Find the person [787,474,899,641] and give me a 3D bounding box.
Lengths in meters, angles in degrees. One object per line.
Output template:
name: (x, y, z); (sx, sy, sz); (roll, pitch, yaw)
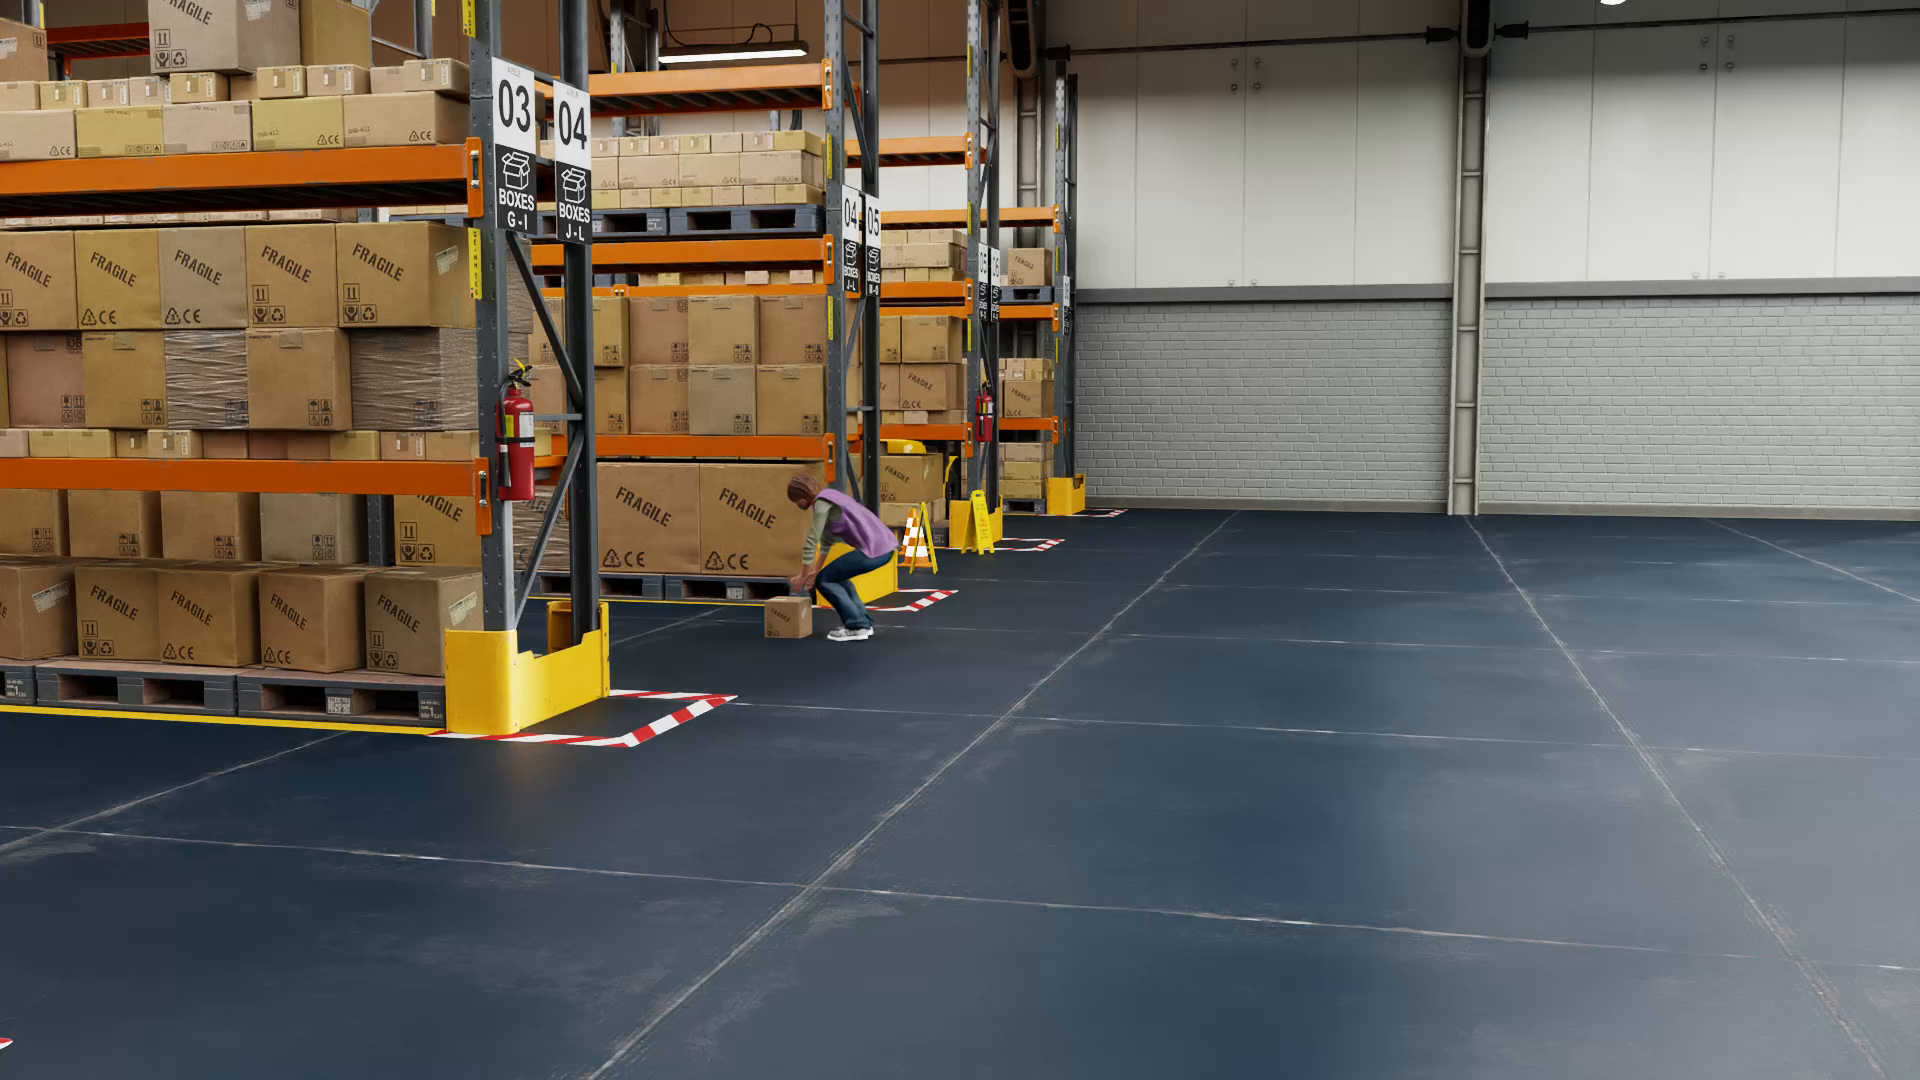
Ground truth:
person: (-0.786, 0.120, 11.051); (0.745, 1.088, 0.460); (1, 5, 14)
